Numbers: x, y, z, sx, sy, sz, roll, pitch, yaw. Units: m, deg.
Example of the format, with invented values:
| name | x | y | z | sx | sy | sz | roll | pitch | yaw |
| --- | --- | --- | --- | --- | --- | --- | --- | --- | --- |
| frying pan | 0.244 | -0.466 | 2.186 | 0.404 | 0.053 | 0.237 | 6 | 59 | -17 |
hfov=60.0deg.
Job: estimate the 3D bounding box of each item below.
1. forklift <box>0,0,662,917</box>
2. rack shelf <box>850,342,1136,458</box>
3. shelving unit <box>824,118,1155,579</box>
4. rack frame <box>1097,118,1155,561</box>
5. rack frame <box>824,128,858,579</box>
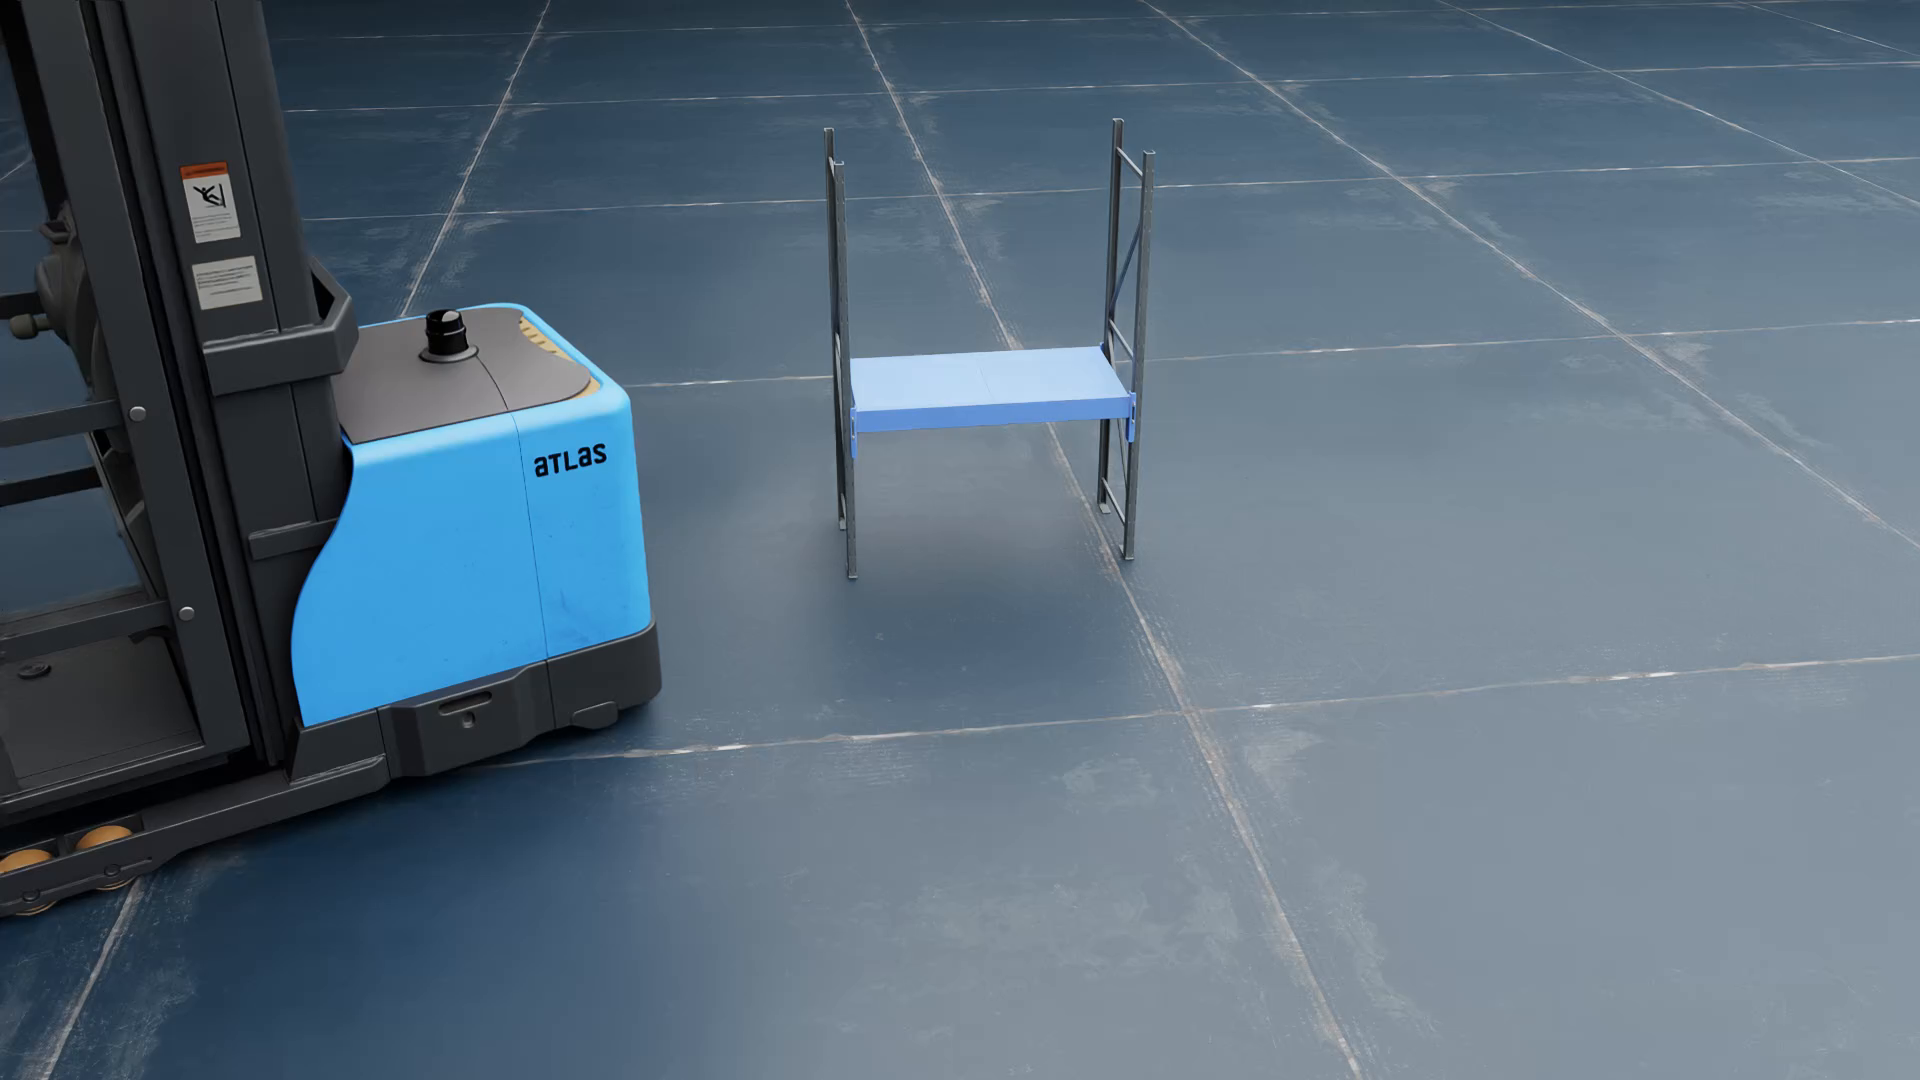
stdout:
| name | x | y | z | sx | sy | sz | roll | pitch | yaw |
| --- | --- | --- | --- | --- | --- | --- | --- | --- | --- |
| forklift | -2.454 | -0.601 | 4.211 | 3.031 | 2.935 | 1.130 | -16 | 31 | -28 |
| rack shelf | 0.084 | -0.513 | 6.000 | 1.000 | 0.185 | 0.538 | -4 | 27 | -7 |
| shelving unit | 0.084 | -0.673 | 5.918 | 1.048 | 1.500 | 0.538 | -4 | 27 | -7 |
| rack frame | 0.588 | -0.705 | 5.981 | 0.032 | 1.500 | 0.500 | -4 | 27 | -7 |
| rack frame | -0.419 | -0.640 | 5.855 | 0.032 | 1.500 | 0.500 | -4 | 27 | -7 |
